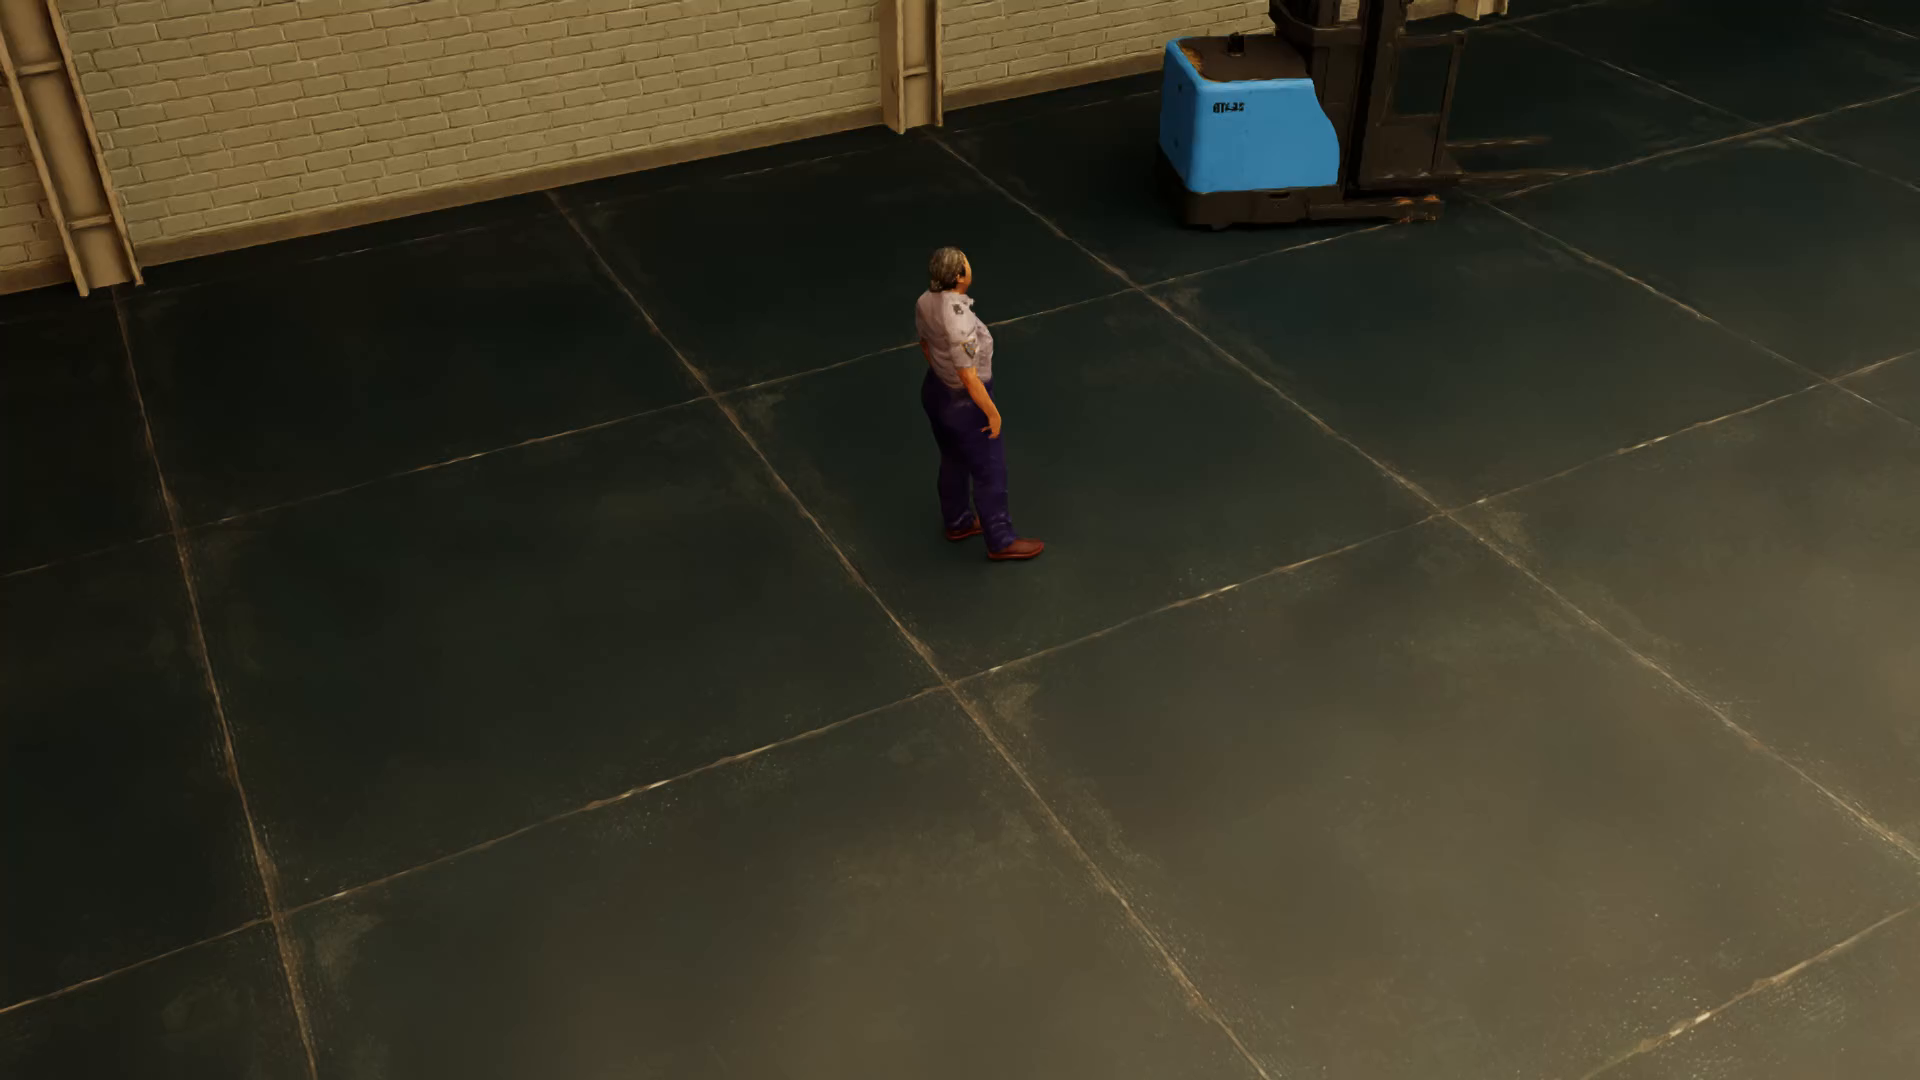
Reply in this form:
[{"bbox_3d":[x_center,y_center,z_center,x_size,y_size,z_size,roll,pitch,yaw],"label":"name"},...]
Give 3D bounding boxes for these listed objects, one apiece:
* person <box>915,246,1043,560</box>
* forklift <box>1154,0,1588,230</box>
[{"bbox_3d":[0.090,-0.692,8.201,0.502,1.650,0.599,-17,39,-23],"label":"person"},{"bbox_3d":[3.012,-3.760,11.442,3.031,2.935,1.130,-5,36,-7],"label":"forklift"}]
